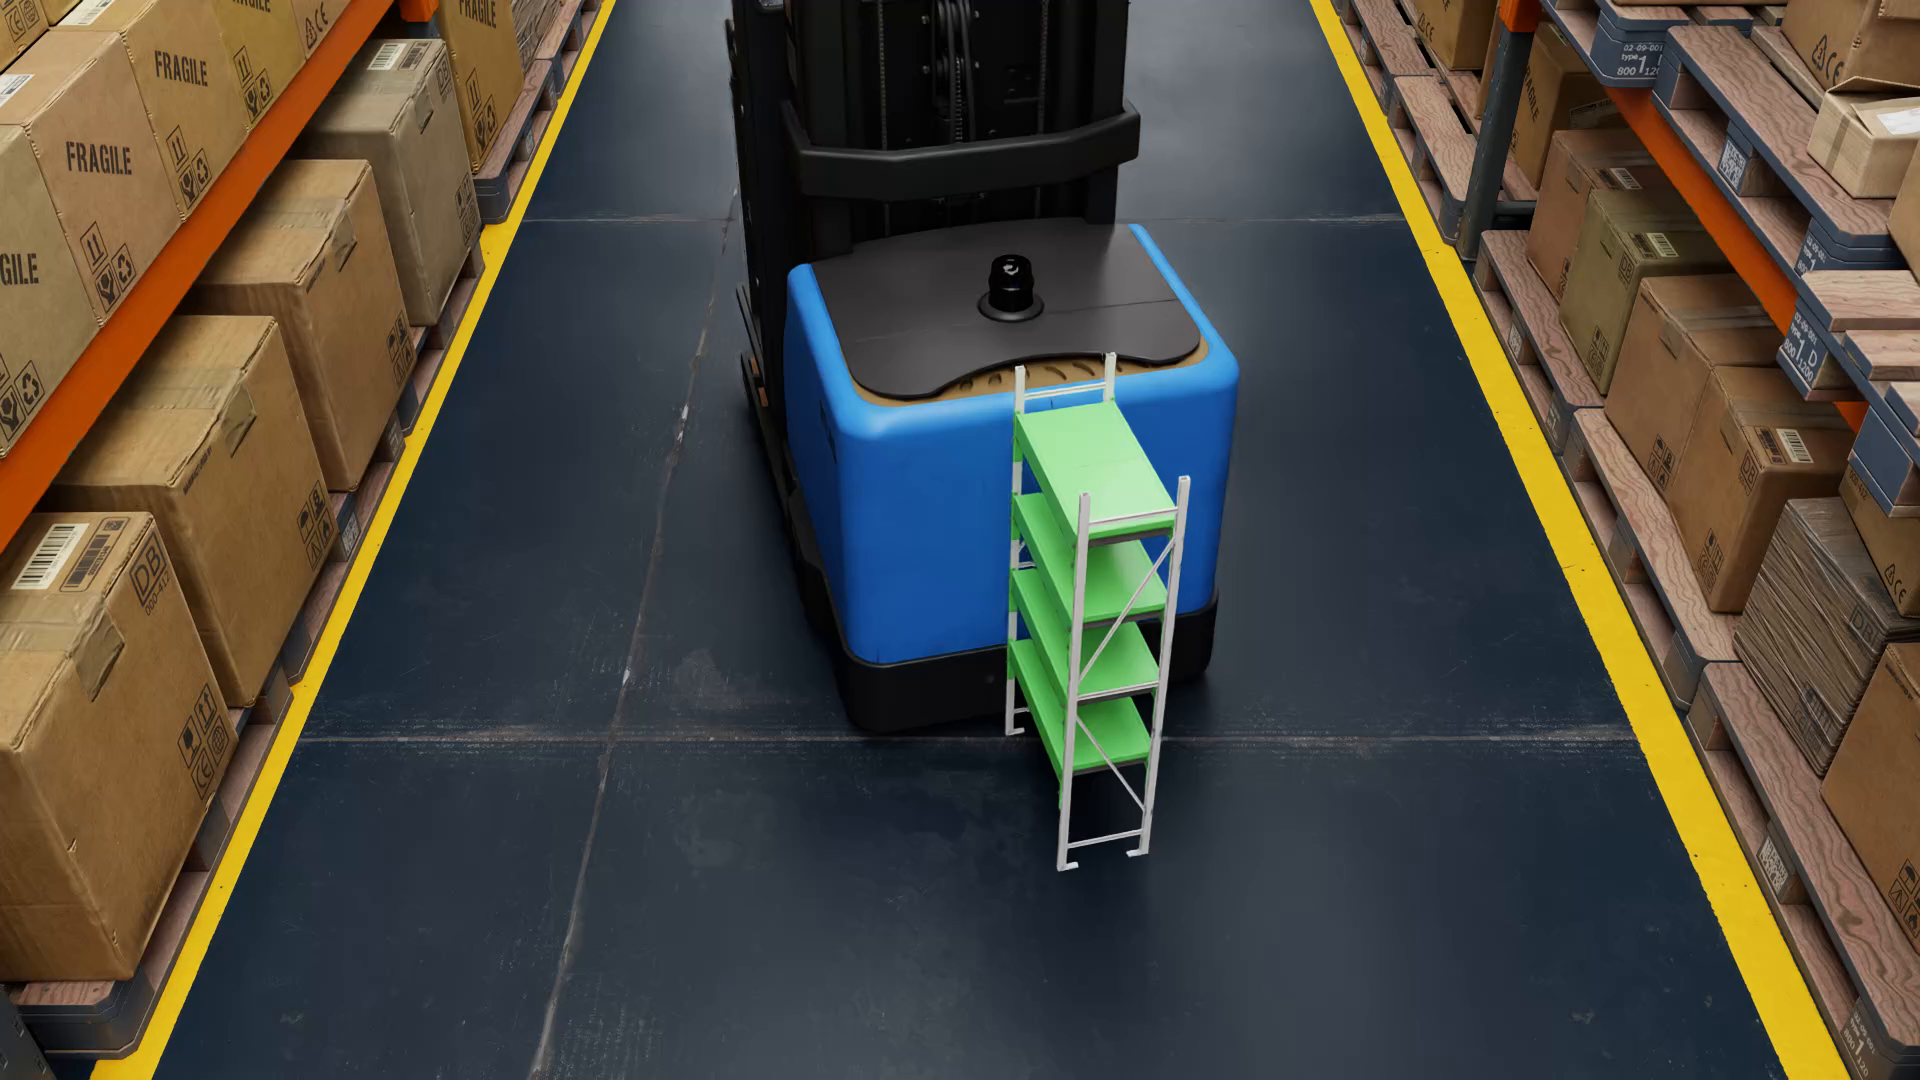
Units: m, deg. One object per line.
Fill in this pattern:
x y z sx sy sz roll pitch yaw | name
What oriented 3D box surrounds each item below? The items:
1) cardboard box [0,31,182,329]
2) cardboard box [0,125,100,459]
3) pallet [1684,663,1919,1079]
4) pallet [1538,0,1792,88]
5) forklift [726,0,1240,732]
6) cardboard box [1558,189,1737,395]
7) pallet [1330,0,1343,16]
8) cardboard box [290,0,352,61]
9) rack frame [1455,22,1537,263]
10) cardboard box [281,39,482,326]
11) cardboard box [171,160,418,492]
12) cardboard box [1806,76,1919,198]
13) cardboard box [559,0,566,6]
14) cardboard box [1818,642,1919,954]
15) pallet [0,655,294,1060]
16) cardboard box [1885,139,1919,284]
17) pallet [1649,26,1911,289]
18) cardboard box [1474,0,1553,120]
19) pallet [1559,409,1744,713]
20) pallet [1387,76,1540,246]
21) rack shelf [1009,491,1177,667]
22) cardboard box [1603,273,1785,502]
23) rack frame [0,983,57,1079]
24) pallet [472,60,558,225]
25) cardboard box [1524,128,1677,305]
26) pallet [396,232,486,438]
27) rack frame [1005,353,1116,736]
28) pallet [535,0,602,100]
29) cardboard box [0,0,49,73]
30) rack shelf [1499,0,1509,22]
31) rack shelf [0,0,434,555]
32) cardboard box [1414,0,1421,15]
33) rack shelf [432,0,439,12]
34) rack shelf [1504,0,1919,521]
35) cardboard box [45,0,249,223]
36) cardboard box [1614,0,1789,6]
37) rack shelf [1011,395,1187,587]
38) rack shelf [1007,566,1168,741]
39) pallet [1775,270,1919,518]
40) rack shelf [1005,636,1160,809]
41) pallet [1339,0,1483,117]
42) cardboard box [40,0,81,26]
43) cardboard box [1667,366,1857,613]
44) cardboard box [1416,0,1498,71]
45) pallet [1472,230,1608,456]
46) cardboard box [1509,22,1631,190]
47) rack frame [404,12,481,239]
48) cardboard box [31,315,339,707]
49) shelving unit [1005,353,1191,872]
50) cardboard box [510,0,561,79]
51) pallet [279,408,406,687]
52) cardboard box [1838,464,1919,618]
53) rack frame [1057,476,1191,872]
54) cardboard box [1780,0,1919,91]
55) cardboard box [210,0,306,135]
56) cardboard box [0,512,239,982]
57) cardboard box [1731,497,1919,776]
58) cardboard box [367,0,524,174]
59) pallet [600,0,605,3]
-2.188 -0.826 3.802 0.500 0.500 0.500 0 39 0 | cardboard box
-2.188 -0.510 3.408 0.500 0.500 0.500 0 39 0 | cardboard box
2.506 0.787 4.099 1.003 0.211 1.213 0 39 0 | pallet
2.357 -1.761 5.202 1.003 0.211 1.213 0 39 0 | pallet
-0.142 -1.553 4.844 1.130 2.935 3.031 -9 40 -11 | forklift
2.462 -0.828 5.532 0.700 0.500 0.500 0 39 0 | cardboard box
2.462 -3.172 9.039 1.003 0.211 1.213 0 39 0 | pallet
-2.190 -1.771 4.981 0.500 0.500 0.500 0 39 -1 | cardboard box
2.501 -2.314 5.739 1.000 3.000 0.127 0 39 0 | rack frame
-2.368 -1.272 5.901 1.050 0.750 0.750 0 39 0 | cardboard box
-2.371 -0.668 5.149 1.050 0.750 0.750 0 39 0 | cardboard box
2.234 -0.967 3.829 0.396 0.266 0.258 -1 39 -1 | cardboard box
-2.393 -3.236 8.252 0.875 0.875 0.875 -1 39 -1 | cardboard box
2.485 0.572 3.785 0.700 0.500 0.500 -2 39 -2 | cardboard box
-2.380 0.723 4.179 1.003 0.211 1.213 0 39 0 | pallet
2.365 -0.702 3.312 0.700 0.500 0.500 5 39 7 | cardboard box
2.463 -0.976 4.222 1.003 0.211 1.213 0 39 0 | pallet
2.533 -2.111 7.149 0.500 0.500 0.500 12 40 14 | cardboard box
2.508 0.026 5.049 1.003 0.211 1.213 0 39 0 | pallet
2.465 -1.646 7.135 1.003 0.211 1.213 0 39 0 | pallet
0.304 0.065 3.923 0.258 0.148 0.480 -9 40 -11 | rack shelf
2.463 -0.478 5.095 0.700 0.500 0.500 -3 39 -4 | cardboard box
-2.451 0.128 2.692 0.949 2.616 0.053 0 39 0 | rack frame
-2.381 -1.761 7.279 1.003 0.211 1.213 0 39 0 | pallet
2.481 -1.126 5.904 0.700 0.500 0.500 -3 39 -4 | cardboard box
-2.383 -0.803 6.083 1.003 0.211 1.213 0 39 0 | pallet
0.243 0.052 4.217 0.240 1.200 0.015 -9 40 -11 | rack frame
-2.386 -2.526 8.233 1.003 0.211 1.213 0 39 0 | pallet
-2.449 -1.219 3.493 0.700 0.500 0.500 -1 39 -1 | cardboard box
2.499 -3.284 7.525 1.077 0.370 4.000 0 39 0 | rack shelf
-2.456 -0.842 4.478 1.077 0.370 4.000 0 39 0 | rack shelf
2.497 -2.848 8.069 0.500 0.500 0.500 3 39 4 | cardboard box
-2.461 -3.344 7.599 1.077 0.370 4.000 0 39 0 | rack shelf
2.504 -0.783 4.403 1.077 0.370 4.000 0 39 0 | rack shelf
-2.187 -1.137 4.190 0.500 0.500 0.500 0 39 -1 | cardboard box
2.362 -2.215 4.800 1.000 1.000 1.000 0 39 0 | cardboard box
0.305 -0.120 3.771 0.258 0.148 0.480 -9 40 -11 | rack shelf
0.304 0.251 4.075 0.258 0.148 0.480 -9 40 -11 | rack shelf
2.399 -0.183 3.234 1.213 0.211 1.003 0 39 0 | pallet
0.303 0.437 4.227 0.258 0.148 0.480 -9 40 -11 | rack shelf
2.461 -2.411 8.090 1.003 0.211 1.213 0 39 0 | pallet
-2.450 -1.539 3.892 0.700 0.500 0.500 0 39 0 | cardboard box
2.464 -0.129 4.660 0.700 0.500 0.500 3 39 4 | cardboard box
2.453 -2.499 7.633 0.500 0.500 0.500 -3 39 -4 | cardboard box
2.504 -0.739 6.004 1.003 0.211 1.213 0 39 0 | pallet
2.541 -1.753 6.702 0.500 0.500 0.500 -1 39 -1 | cardboard box
-2.459 -2.374 5.813 1.000 3.000 0.127 0 39 0 | rack frame
-2.369 -0.086 4.422 1.050 0.750 0.750 1 39 1 | cardboard box
0.304 0.201 4.034 0.258 1.200 0.503 -9 40 -11 | shelving unit
-2.394 -2.666 7.541 0.875 0.875 0.875 0 39 0 | cardboard box
-2.378 -0.038 5.129 1.003 0.211 1.213 0 39 0 | pallet
2.464 -0.052 3.964 0.500 0.250 0.500 4 39 5 | cardboard box
0.365 0.351 3.852 0.240 1.200 0.015 -9 40 -11 | rack frame
2.596 -1.434 4.223 0.797 0.503 0.637 4 39 5 | cardboard box
-2.190 -1.455 4.587 0.500 0.500 0.500 0 39 0 | cardboard box
-2.365 0.461 3.740 1.050 0.750 0.750 -1 39 -1 | cardboard box
2.472 0.225 4.217 0.700 0.500 0.500 -3 39 -4 | cardboard box
-2.390 -2.102 6.837 0.875 0.875 0.875 1 39 1 | cardboard box
-2.384 -3.287 9.183 1.003 0.211 1.213 0 39 0 | pallet
